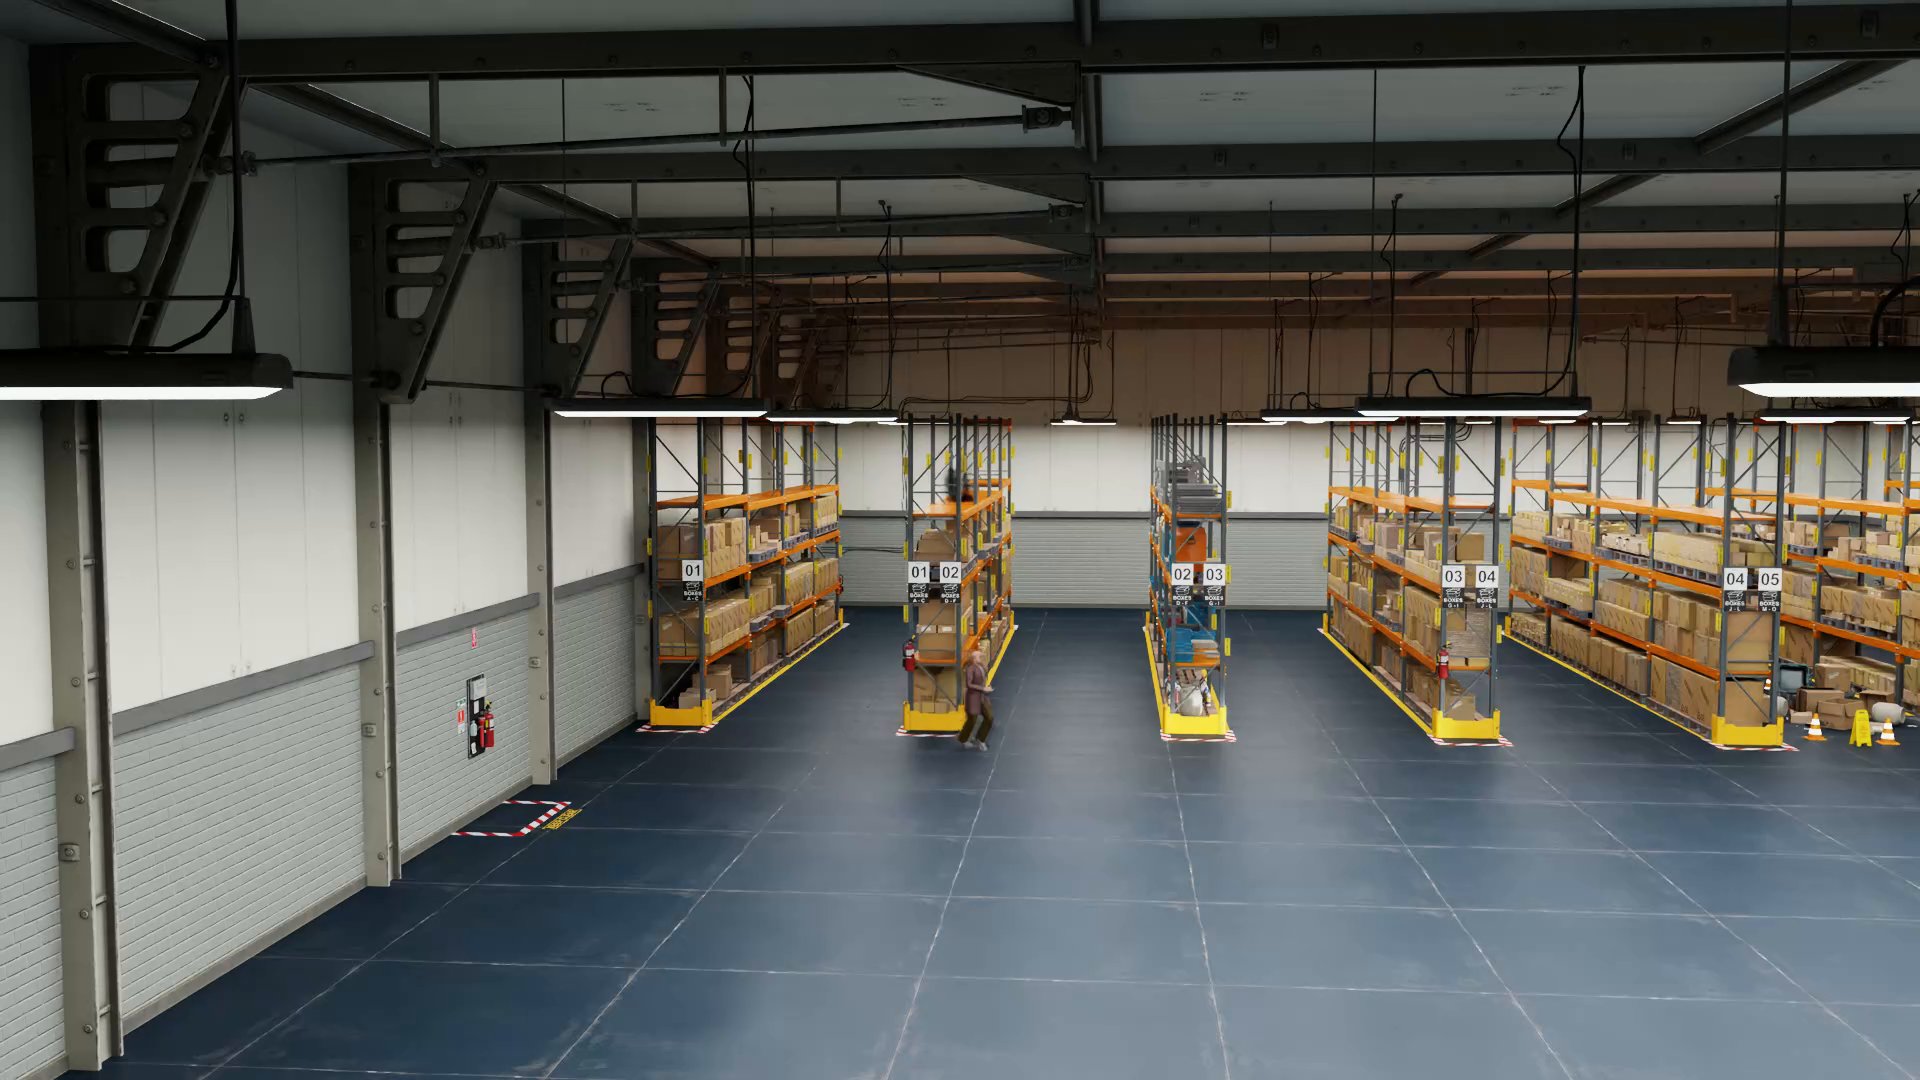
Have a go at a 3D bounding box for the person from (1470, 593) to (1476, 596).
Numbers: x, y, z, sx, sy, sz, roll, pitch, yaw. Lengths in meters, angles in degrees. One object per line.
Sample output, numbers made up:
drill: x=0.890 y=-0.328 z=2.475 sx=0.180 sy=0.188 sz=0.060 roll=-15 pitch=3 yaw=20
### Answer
person: x=13.912 y=1.781 z=46.282 sx=0.811 sy=1.650 sz=0.523 roll=3 pitch=5 yaw=34

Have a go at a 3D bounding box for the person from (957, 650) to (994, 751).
person: x=0.313 y=2.871 z=29.517 sx=0.797 sy=1.840 sz=0.735 roll=3 pitch=5 yaw=34

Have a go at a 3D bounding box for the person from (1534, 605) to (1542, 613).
person: x=16.518 y=1.736 z=47.312 sx=0.487 sy=1.504 sz=0.677 roll=3 pitch=5 yaw=35
